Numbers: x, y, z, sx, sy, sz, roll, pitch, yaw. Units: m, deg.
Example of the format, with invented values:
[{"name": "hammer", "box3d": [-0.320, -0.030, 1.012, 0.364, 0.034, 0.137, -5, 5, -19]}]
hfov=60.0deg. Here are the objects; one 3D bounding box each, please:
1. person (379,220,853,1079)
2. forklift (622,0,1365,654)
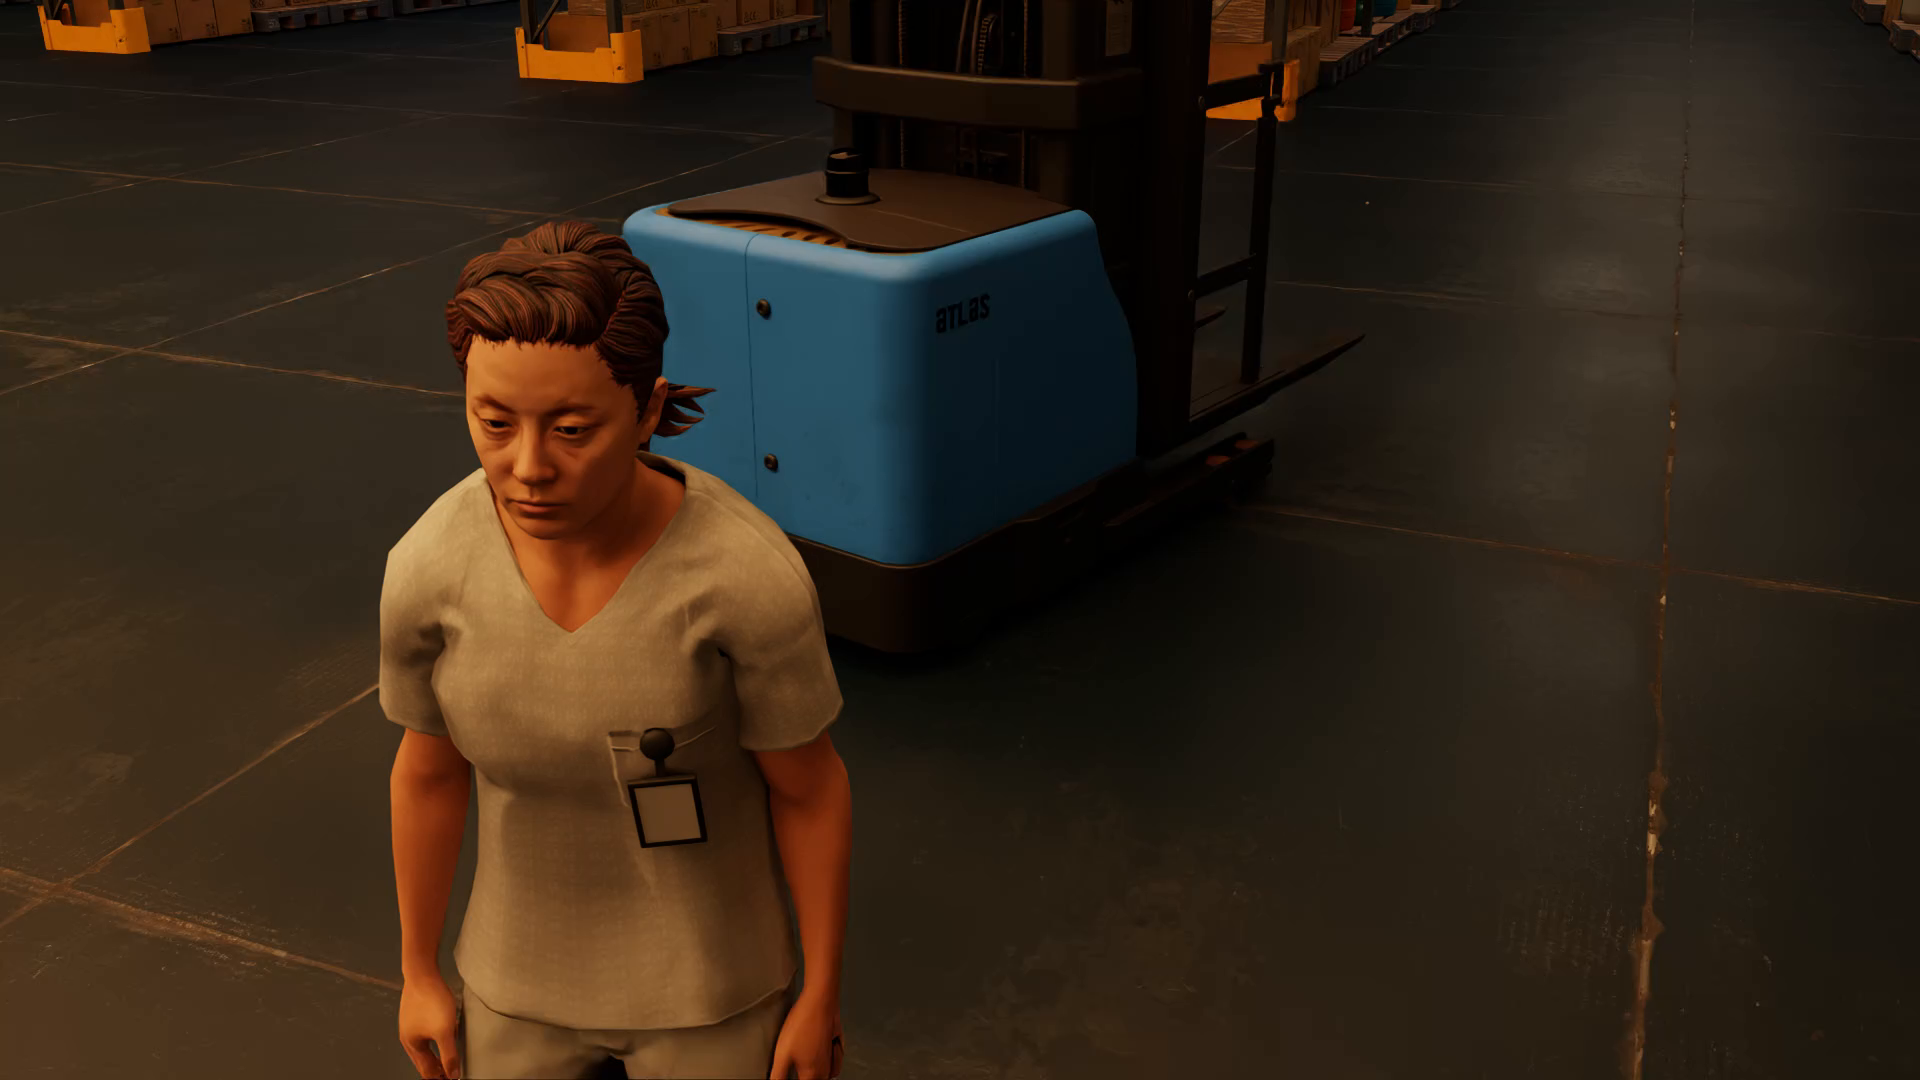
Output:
[{"name": "person", "box3d": [-0.358, 0.487, 1.762, 0.489, 1.672, 0.363, 2, 23, 6]}, {"name": "forklift", "box3d": [0.384, -1.566, 5.038, 1.130, 2.935, 3.031, 16, 28, 34]}]
